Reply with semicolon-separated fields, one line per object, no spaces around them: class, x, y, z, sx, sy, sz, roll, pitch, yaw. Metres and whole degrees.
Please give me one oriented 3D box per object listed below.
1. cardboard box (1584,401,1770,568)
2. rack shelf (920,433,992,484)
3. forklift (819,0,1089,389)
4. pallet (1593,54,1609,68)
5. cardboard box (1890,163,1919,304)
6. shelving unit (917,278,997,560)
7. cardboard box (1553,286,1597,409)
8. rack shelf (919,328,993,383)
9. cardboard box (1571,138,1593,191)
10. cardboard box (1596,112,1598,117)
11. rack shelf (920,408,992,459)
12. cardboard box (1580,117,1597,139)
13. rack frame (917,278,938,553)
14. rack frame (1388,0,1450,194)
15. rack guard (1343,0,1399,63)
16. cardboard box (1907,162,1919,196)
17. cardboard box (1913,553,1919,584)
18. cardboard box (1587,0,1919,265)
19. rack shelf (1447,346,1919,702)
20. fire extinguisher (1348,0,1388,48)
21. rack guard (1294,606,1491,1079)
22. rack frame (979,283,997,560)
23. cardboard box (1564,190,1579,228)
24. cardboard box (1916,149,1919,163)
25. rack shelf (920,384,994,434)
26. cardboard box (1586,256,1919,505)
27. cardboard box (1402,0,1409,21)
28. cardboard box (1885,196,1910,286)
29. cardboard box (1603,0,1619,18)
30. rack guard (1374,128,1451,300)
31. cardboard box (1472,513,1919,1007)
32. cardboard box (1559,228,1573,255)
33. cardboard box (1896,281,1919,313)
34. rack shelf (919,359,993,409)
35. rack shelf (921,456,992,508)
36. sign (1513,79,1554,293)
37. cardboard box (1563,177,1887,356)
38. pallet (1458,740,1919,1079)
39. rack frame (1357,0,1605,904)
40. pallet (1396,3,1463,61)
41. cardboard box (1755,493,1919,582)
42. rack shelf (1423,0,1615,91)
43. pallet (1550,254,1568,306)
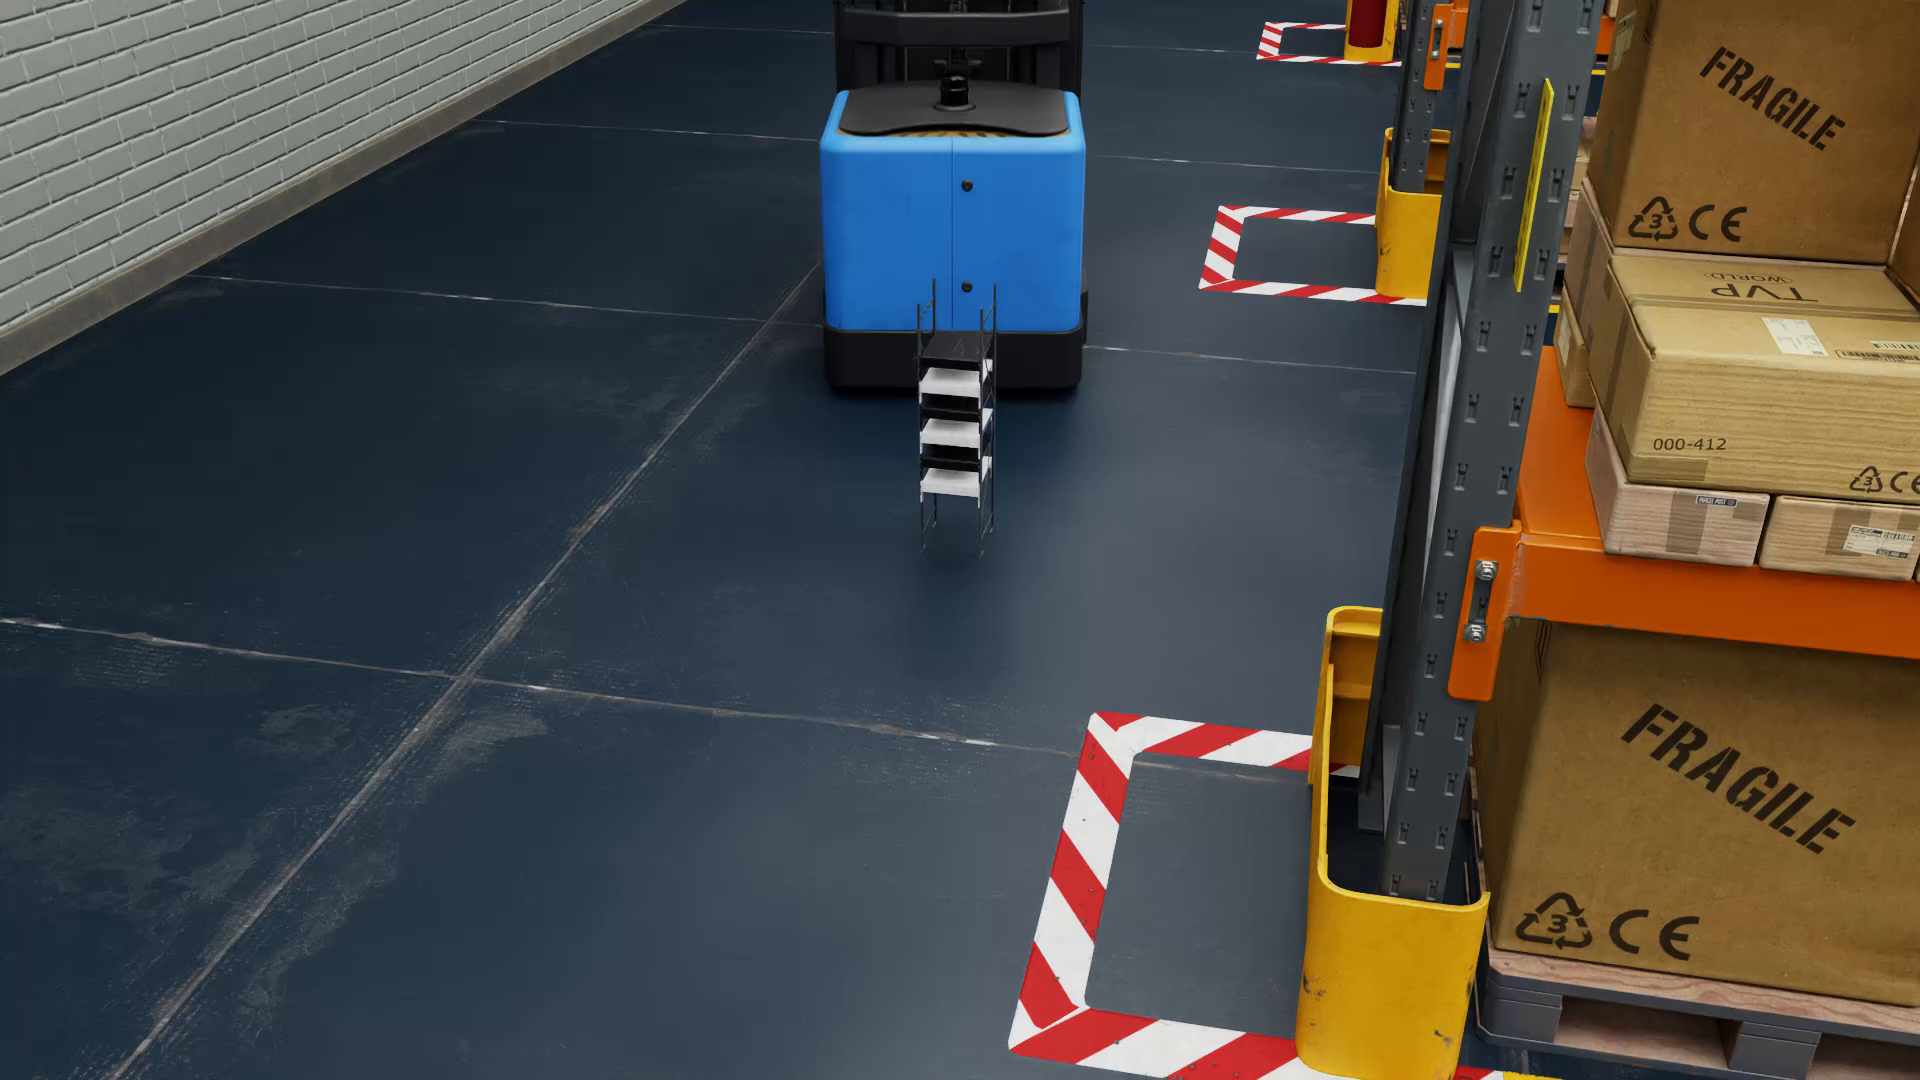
cardboard box;1.323;-0.114;3.096;0.250;0.149;0.380;6;29;11
rack shelf;-0.008;-0.287;5.595;0.200;0.077;0.258;6;29;11
forklift;0.001;-2.565;7.383;1.130;2.935;3.031;1;29;1
pallet;5.102;-3.679;12.249;1.213;0.211;1.003;6;29;11
cardboard box;1.947;-0.583;2.757;0.500;0.500;0.500;5;29;9
shelving unit;-0.008;-0.396;5.535;0.210;0.900;0.258;6;29;11
cardboard box;1.462;-0.423;3.661;0.250;0.149;0.380;6;29;12
rack shelf;-0.008;-0.603;5.422;0.200;0.077;0.258;6;29;11
cardboard box;2.916;-1.745;7.726;0.250;0.149;0.380;6;29;11
cardboard box;3.264;-1.976;8.147;0.250;0.149;0.380;5;29;9
rack shelf;-0.008;-0.366;5.551;0.200;0.077;0.258;6;29;11
cardboard box;2.984;-1.942;8.086;0.250;0.149;0.380;6;29;12
rack frame;-0.107;-0.406;5.554;0.006;0.900;0.240;6;29;11
rack frame;2.179;-2.734;7.620;0.127;3.000;1.000;6;29;11
rack guard;3.091;-3.974;12.489;0.348;0.500;1.175;6;29;11
cardboard box;4.178;-1.613;7.485;0.250;0.149;0.380;6;29;11
cardboard box;1.825;-0.063;3.003;0.250;0.149;0.380;5;29;9
cardboard box;1.576;-0.883;3.304;0.500;0.500;0.500;6;29;11
rack shelf;3.001;0.102;3.190;4.000;0.370;1.077;6;29;11
fire extinguisher;2.029;-2.778;8.170;0.183;0.674;0.296;6;29;11
rack guard;1.021;0.680;3.988;0.348;0.500;1.175;6;29;11
rack frame;0.091;-0.385;5.517;0.006;0.900;0.240;6;29;11
cardboard box;2.894;-1.571;7.717;0.250;0.149;0.380;6;29;10
cardboard box;4.508;-1.785;7.798;0.250;0.149;0.380;5;29;8
rack shelf;-0.008;-0.445;5.508;0.200;0.077;0.258;6;29;11
cardboard box;1.458;-0.304;3.029;0.500;0.250;0.500;5;29;9
cardboard box;3.781;-4.110;12.364;0.875;0.438;0.875;5;29;9
cardboard box;2.070;-0.504;3.393;0.500;0.250;0.500;5;29;10
cardboard box;2.937;-2.379;7.233;0.250;0.149;0.380;5;29;9
rack guard;2.254;-1.630;8.206;0.348;0.500;1.175;6;29;11
cardboard box;1.687;0.360;3.744;0.875;0.875;0.875;6;29;11
cardboard box;2.898;-1.477;7.855;0.250;0.149;0.380;6;29;10
cardboard box;1.968;-0.255;2.939;0.500;0.250;0.500;6;29;10
rack shelf;-0.008;-0.524;5.465;0.200;0.077;0.258;6;29;11
rack shelf;-0.008;-0.208;5.638;0.200;0.077;0.258;6;29;11
sign;0.923;-0.569;2.682;0.005;0.325;0.100;6;29;11
cardboard box;1.574;-0.555;3.487;0.500;0.250;0.500;5;29;10
pallet;1.843;0.852;3.974;1.213;0.211;1.003;6;29;11
rack frame;1.045;-0.415;3.384;0.127;3.000;1.000;6;29;11
pallet;3.913;-3.802;12.475;1.213;0.211;1.003;6;29;11
cardboard box;1.574;-0.089;3.050;0.250;0.149;0.380;5;29;10
rack shelf;4.135;-2.218;7.426;4.000;0.370;1.077;6;29;11
pallet;3.041;-1.405;8.096;1.213;0.211;1.003;6;29;11
